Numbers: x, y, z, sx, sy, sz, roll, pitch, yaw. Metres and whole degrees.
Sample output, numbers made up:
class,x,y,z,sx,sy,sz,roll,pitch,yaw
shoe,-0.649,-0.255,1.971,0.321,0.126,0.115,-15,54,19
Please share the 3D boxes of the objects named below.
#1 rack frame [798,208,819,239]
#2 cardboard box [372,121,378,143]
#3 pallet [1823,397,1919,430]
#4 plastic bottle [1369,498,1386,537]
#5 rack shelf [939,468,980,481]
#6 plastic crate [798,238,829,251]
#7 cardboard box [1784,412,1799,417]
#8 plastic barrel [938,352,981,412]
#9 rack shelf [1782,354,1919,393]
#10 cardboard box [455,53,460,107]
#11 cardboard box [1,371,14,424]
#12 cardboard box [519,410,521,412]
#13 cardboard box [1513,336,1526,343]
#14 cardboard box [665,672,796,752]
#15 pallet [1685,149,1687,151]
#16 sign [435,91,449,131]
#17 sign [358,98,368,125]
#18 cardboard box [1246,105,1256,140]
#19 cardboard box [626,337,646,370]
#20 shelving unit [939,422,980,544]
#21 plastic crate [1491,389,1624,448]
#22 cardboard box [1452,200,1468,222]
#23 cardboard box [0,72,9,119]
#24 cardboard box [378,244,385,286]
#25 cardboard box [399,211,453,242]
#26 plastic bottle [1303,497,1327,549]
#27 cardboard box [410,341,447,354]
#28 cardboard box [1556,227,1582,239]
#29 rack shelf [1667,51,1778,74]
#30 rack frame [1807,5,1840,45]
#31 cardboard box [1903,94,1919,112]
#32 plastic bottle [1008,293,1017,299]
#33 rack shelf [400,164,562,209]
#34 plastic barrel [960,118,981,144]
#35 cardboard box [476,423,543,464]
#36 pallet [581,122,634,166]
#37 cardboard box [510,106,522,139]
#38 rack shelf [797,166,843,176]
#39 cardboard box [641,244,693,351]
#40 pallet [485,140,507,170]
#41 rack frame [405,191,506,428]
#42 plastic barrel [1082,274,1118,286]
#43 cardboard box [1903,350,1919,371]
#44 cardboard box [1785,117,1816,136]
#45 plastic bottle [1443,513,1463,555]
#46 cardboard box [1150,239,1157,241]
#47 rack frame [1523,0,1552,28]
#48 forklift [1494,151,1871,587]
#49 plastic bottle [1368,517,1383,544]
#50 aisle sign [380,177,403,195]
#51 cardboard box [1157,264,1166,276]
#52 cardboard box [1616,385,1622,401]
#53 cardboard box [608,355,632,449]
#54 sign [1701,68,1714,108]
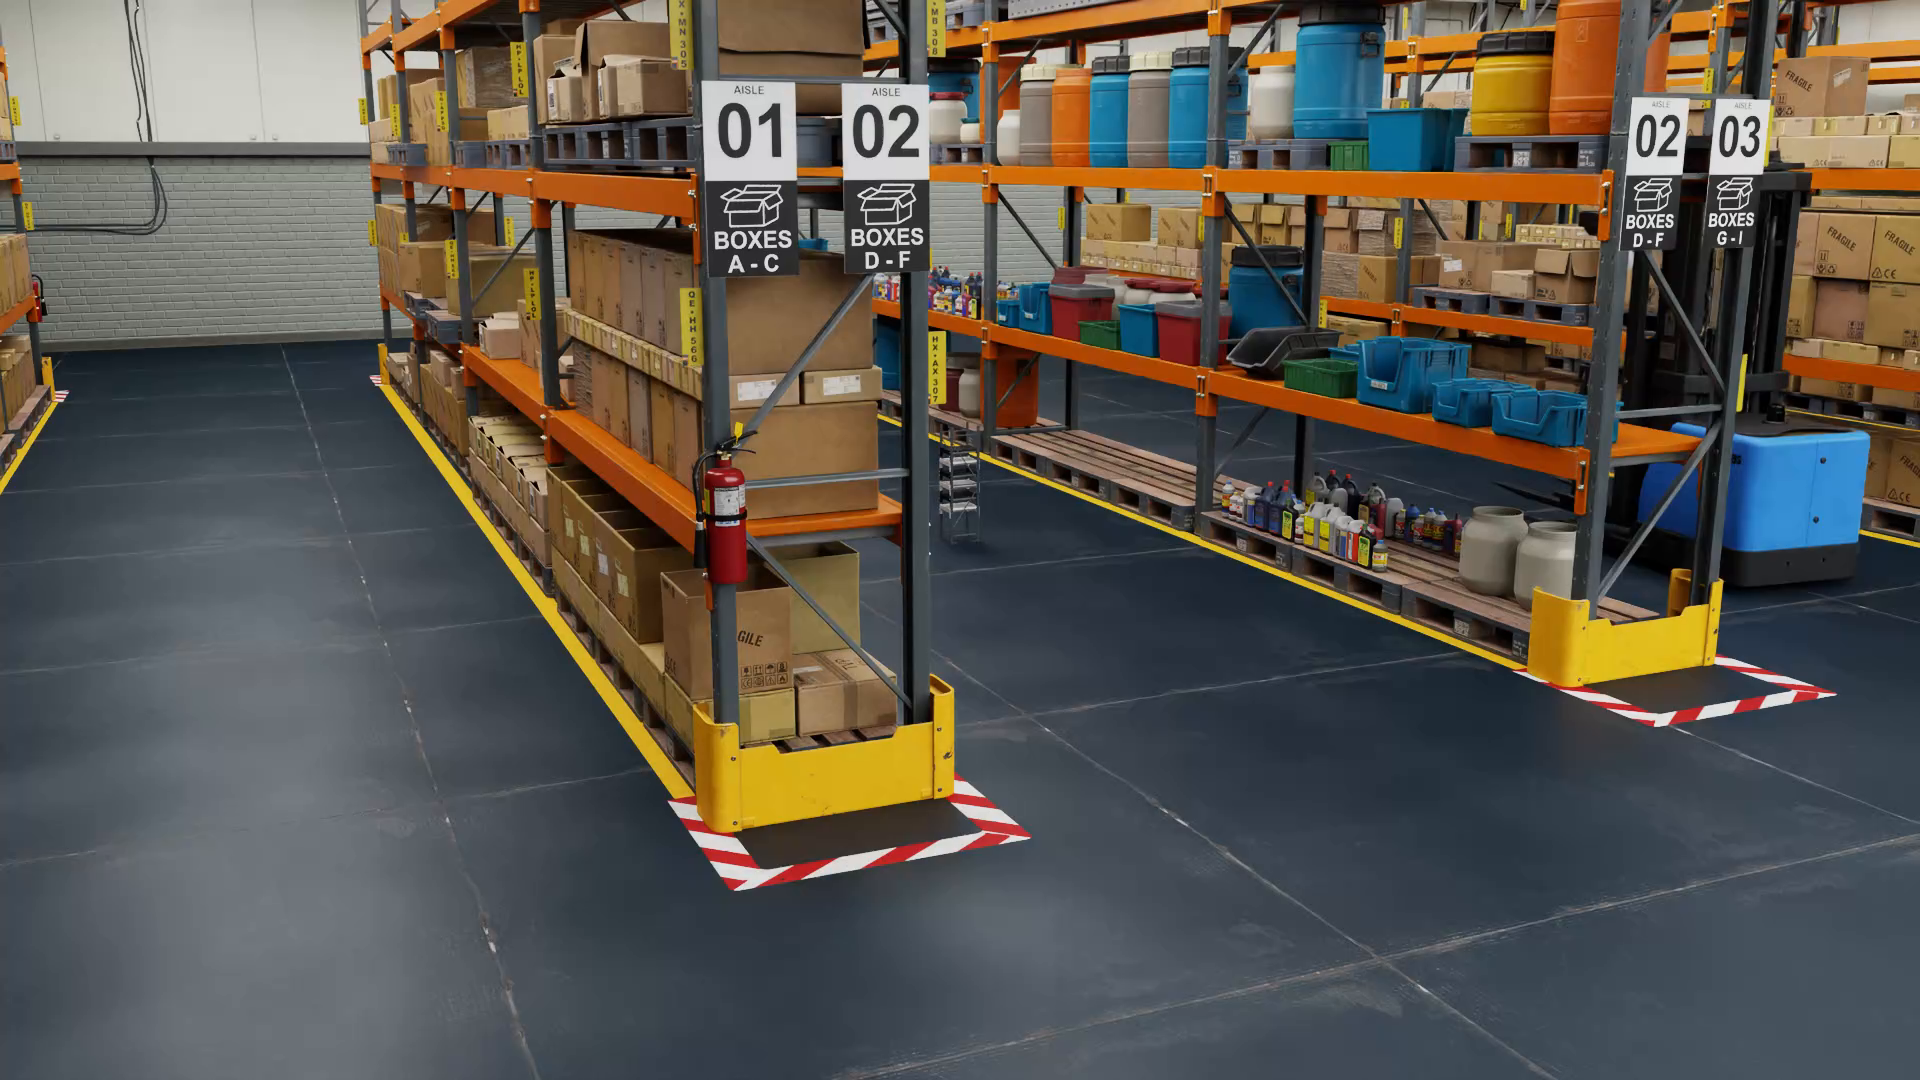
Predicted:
class,x,y,z,sx,sy,sz,roll,pitch,yaw
rack frame,-2.490,-4.014,23.562,1.000,3.000,0.127,-6,14,-23
cardboard box,-6.869,-4.966,20.245,0.500,0.250,0.500,-6,14,-23
pallet,10.570,-1.456,18.693,1.003,0.211,1.213,-6,14,-23
plastic bottle,3.010,-0.169,11.996,0.061,0.283,0.133,-6,14,-23
rack shelf,-0.003,-0.495,12.763,0.258,0.077,0.200,-6,14,-23
plastic crate,-2.184,-4.008,23.325,0.616,0.435,0.499,-6,14,-23
cardboard box,6.979,-0.883,14.645,0.500,0.500,0.500,-6,14,-25
plastic barrel,0.051,-1.724,18.084,0.600,0.588,0.708,-6,14,-23
rack shelf,7.657,-1.219,13.079,1.077,0.370,4.000,-6,14,-23
cardboard box,-4.403,-4.214,15.331,0.500,0.500,0.500,-6,14,-23
cardboard box,-10.170,-1.444,17.067,0.700,0.500,0.500,-5,14,-22
cardboard box,-3.746,-1.031,15.241,0.500,0.500,0.500,-5,14,-21
cardboard box,8.385,-2.982,24.494,0.380,0.149,0.250,-6,14,-25
cardboard box,-1.106,0.789,7.976,0.500,0.250,0.500,-6,14,-23
pallet,6.706,-3.490,15.059,1.213,0.211,1.003,-6,14,-23
sign,-4.323,-3.580,13.885,0.100,0.325,0.005,-6,14,-23
sign,-7.527,-5.406,20.984,0.100,0.325,0.005,-6,14,-23
cardboard box,3.892,-5.231,21.014,0.700,0.500,0.500,-5,14,-22
cardboard box,-1.571,-1.009,8.916,0.380,0.149,0.250,-6,14,-24
shelving unit,-0.003,-0.440,12.776,0.258,0.900,0.210,-6,14,-23
plastic crate,3.445,-0.713,9.626,0.499,0.251,0.616,-6,14,-23
cardboard box,7.588,-4.922,24.386,0.500,0.500,0.500,-6,14,-25
cardboard box,-11.024,-5.000,18.685,0.500,0.500,0.500,-6,14,-23
cardboard box,-7.093,-3.501,21.122,0.500,0.500,0.500,-5,14,-22
cardboard box,-5.867,-3.358,18.288,0.500,0.500,0.500,-6,14,-23
plastic bottle,2.506,-0.128,11.669,0.144,0.351,0.185,-6,14,-23
cardboard box,-6.185,-2.127,19.969,0.797,0.503,0.637,-6,14,-23
cardboard box,8.288,-4.149,22.453,0.380,0.149,0.250,-6,14,-24
rack shelf,9.037,-6.027,21.434,1.077,0.370,4.000,-6,14,-23
rack frame,15.675,-8.729,30.627,1.000,3.000,0.127,-6,14,-23
cardboard box,10.791,-4.666,18.349,0.500,0.500,0.500,-6,14,-23
plastic bottle,0.546,-2.464,17.303,0.097,0.201,0.097,0,13,0
rack shelf,-4.626,-3.439,16.019,1.077,0.370,4.000,-6,14,-23
plastic barrel,0.151,-4.168,16.951,0.301,0.262,0.301,0,13,0
cardboard box,-3.666,-0.811,13.643,0.500,0.311,0.500,-6,14,-24
pallet,-1.373,-2.081,8.753,1.003,0.211,1.213,-6,14,-23
cardboard box,-3.146,-3.193,12.763,0.500,0.250,0.500,-6,14,-24
rack shelf,-1.688,-4.712,21.520,1.077,0.370,4.000,-6,14,-23
cardboard box,-1.235,-1.264,8.578,0.700,0.500,0.500,-6,14,-23
pallet,-3.021,-2.921,12.606,1.003,0.211,1.213,-5,14,-20
rack frame,-5.427,-2.741,18.062,1.000,3.000,0.127,-6,14,-23
plastic barrel,1.323,-2.223,15.573,0.421,0.512,0.421,0,13,0
cardboard box,7.457,-1.374,12.713,0.380,0.149,0.250,-6,14,-23
cardboard box,6.962,-3.363,13.544,0.380,0.149,0.250,-6,14,-23
plastic bottle,3.405,-0.051,11.485,0.061,0.283,0.133,-5,14,-22
cardboard box,2.893,-4.247,24.242,0.500,0.250,0.500,-6,14,-25
rack frame,8.236,-6.985,23.093,1.000,3.000,0.127,-6,14,-23
forklift,5.270,-1.397,12.406,1.130,2.935,3.031,-4,14,-17
plastic bottle,2.804,-0.004,11.282,0.061,0.283,0.133,-6,14,-23
aisle sign,-7.326,-4.822,21.286,0.394,0.787,0.004,-6,14,-23
cardboard box,2.920,-3.706,22.786,0.380,0.149,0.250,-5,14,-22
cardboard box,6.456,-1.208,16.005,0.700,0.500,0.500,-6,14,-23
cardboard box,-1.625,-0.834,9.598,0.700,0.500,0.500,-5,14,-22
sign,6.348,-3.837,14.122,0.100,0.325,0.005,-6,14,-23
